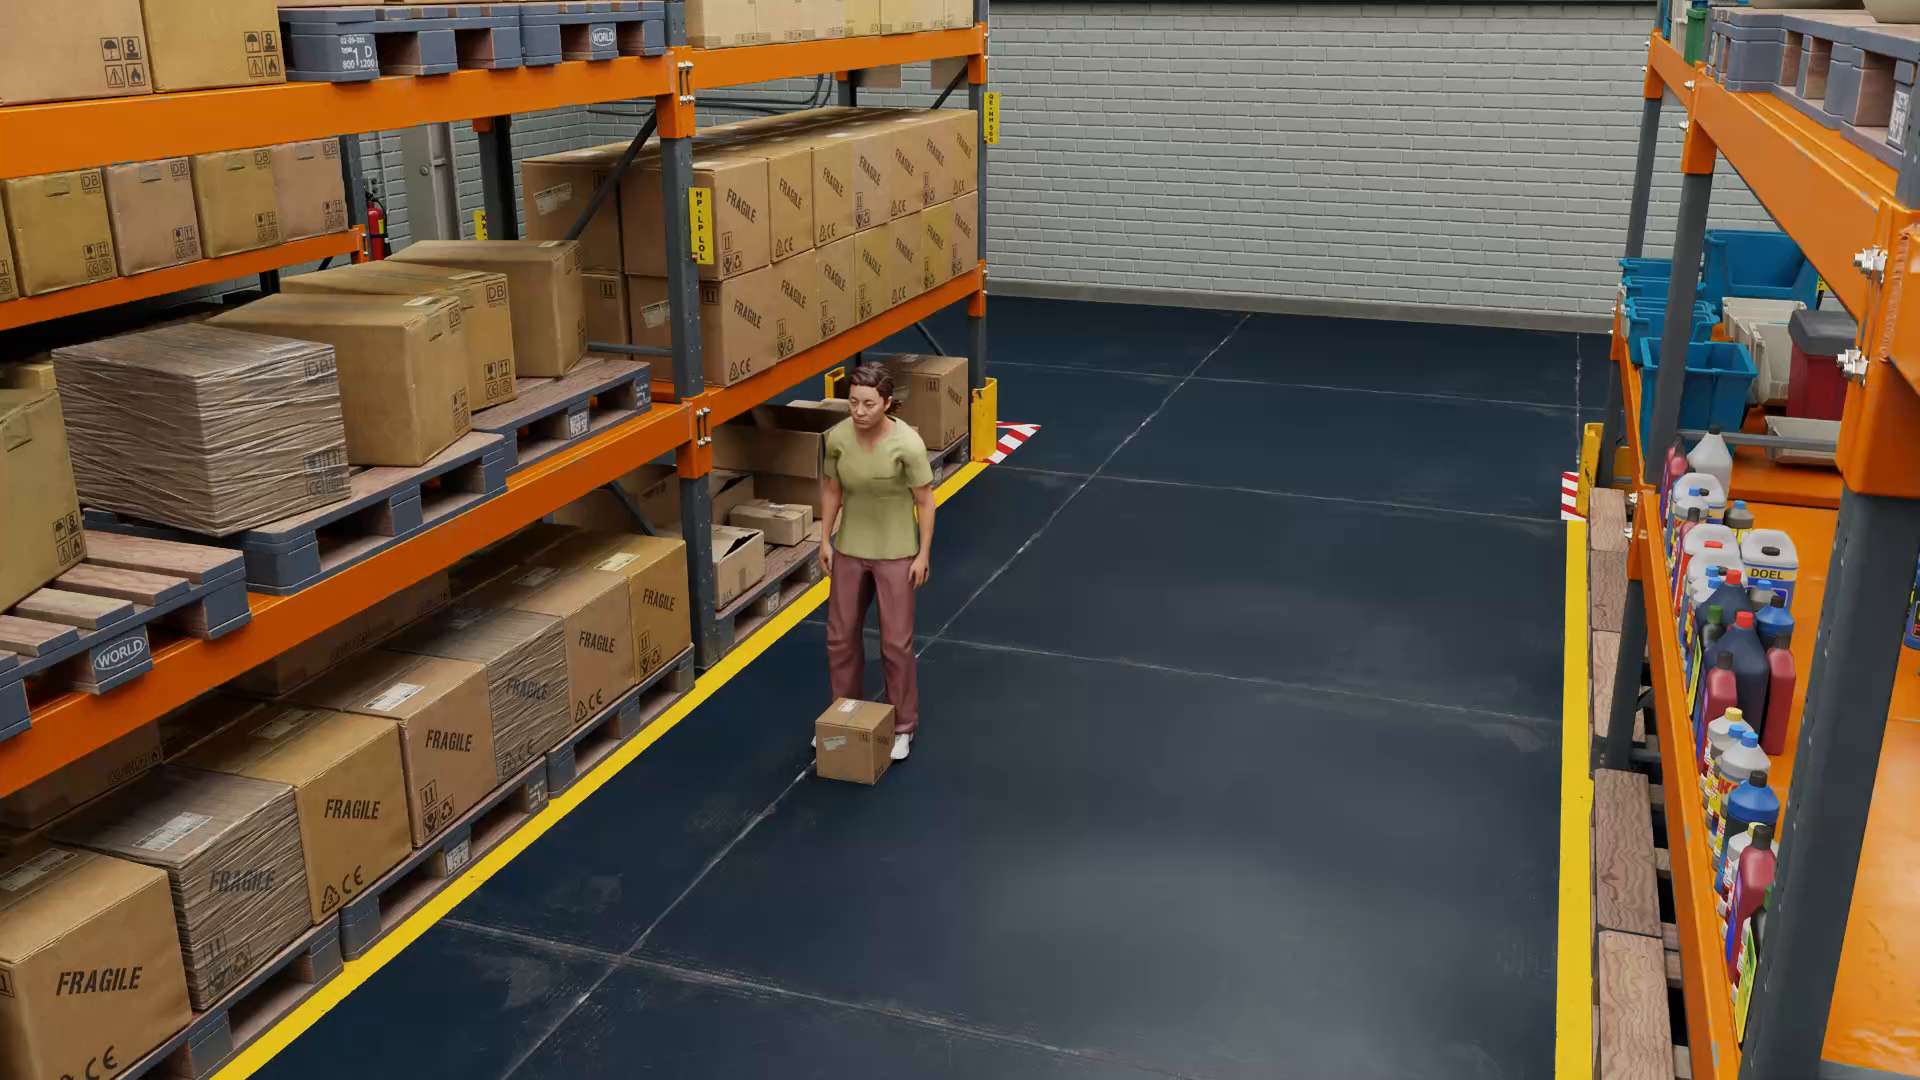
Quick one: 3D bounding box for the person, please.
[{"bbox_3d":[-0.355,0.075,6.842,0.497,1.672,0.360,7,20,19],"label":"person"}]
